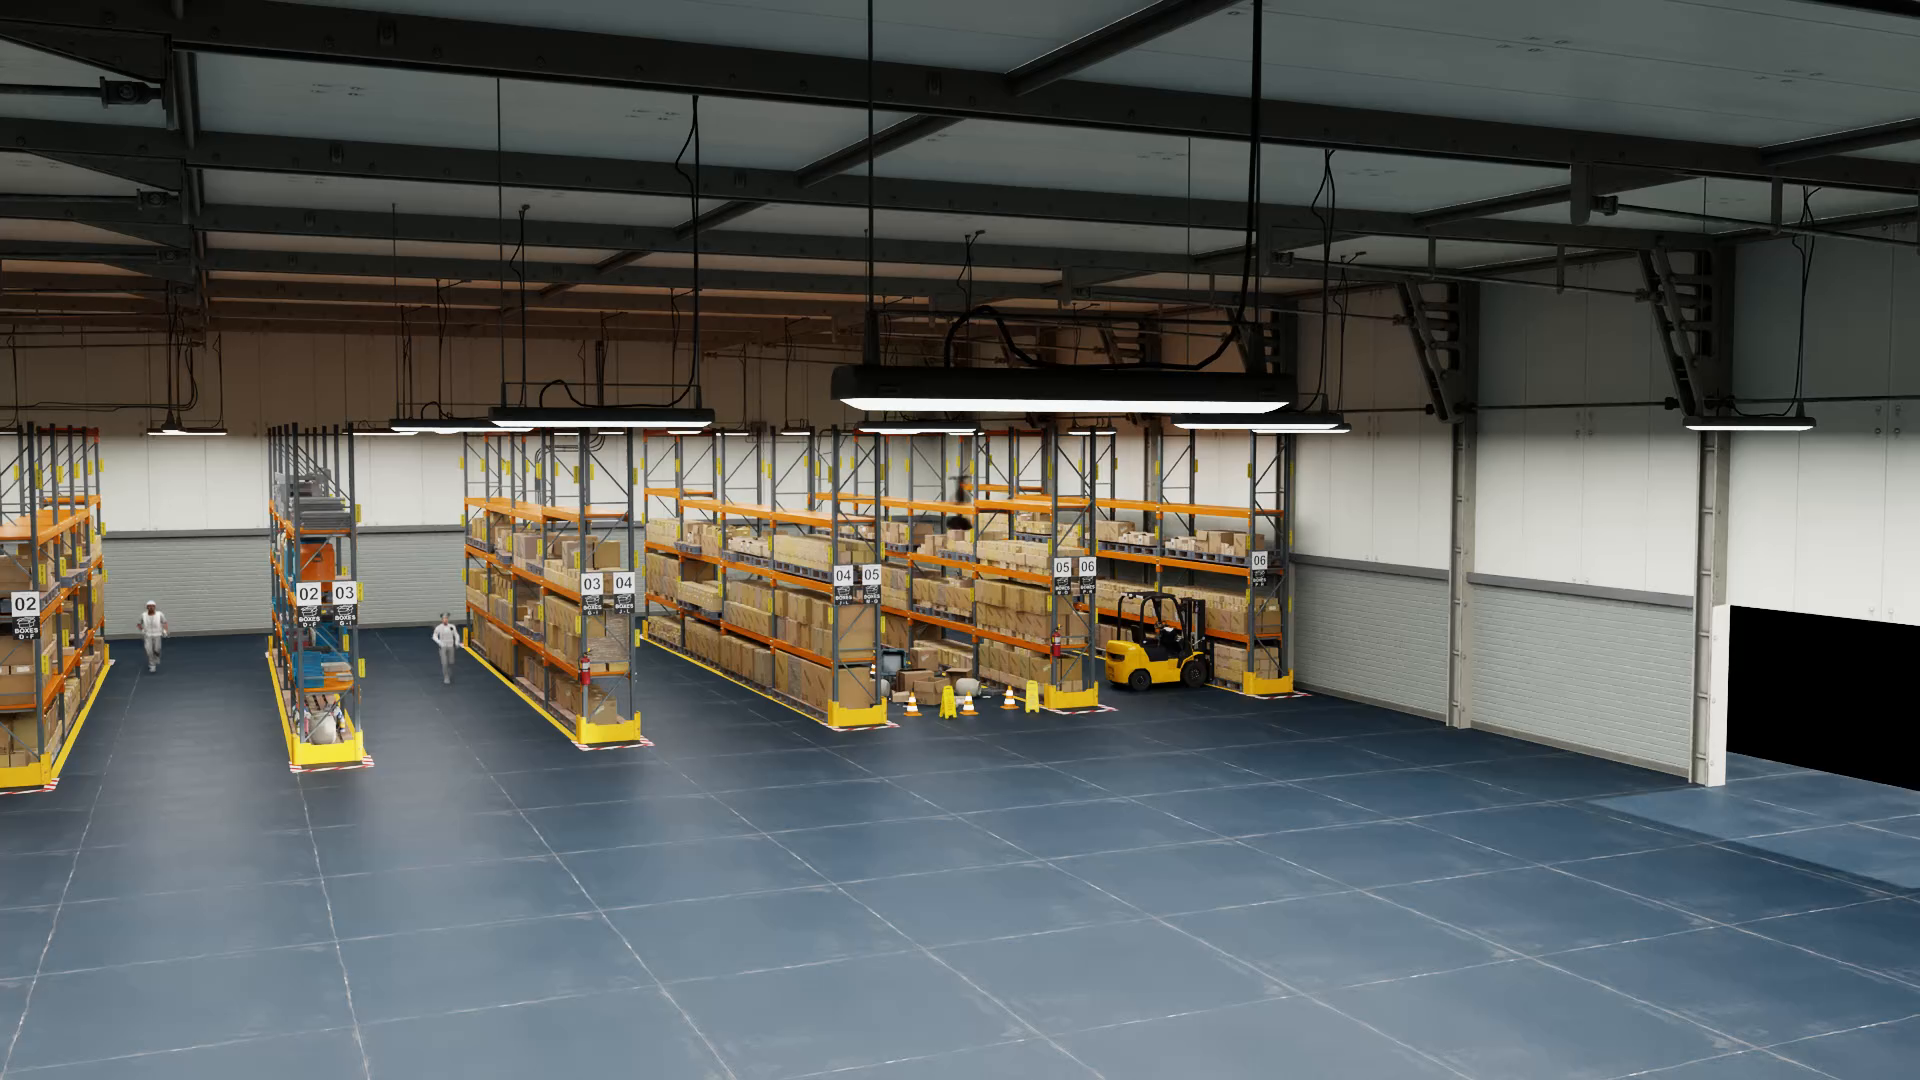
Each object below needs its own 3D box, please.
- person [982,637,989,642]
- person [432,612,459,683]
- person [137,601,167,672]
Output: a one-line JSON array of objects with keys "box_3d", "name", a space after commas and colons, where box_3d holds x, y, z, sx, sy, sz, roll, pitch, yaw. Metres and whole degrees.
[{"box_3d": [0.701, 2.262, 43.256, 0.535, 1.588, 0.891, -1, 4, -23], "name": "person"}, {"box_3d": [-12.074, 2.520, 39.086, 0.616, 1.659, 0.554, -2, 4, -24], "name": "person"}, {"box_3d": [-19.875, 2.363, 40.910, 0.685, 1.737, 0.603, -2, 4, -25], "name": "person"}]
